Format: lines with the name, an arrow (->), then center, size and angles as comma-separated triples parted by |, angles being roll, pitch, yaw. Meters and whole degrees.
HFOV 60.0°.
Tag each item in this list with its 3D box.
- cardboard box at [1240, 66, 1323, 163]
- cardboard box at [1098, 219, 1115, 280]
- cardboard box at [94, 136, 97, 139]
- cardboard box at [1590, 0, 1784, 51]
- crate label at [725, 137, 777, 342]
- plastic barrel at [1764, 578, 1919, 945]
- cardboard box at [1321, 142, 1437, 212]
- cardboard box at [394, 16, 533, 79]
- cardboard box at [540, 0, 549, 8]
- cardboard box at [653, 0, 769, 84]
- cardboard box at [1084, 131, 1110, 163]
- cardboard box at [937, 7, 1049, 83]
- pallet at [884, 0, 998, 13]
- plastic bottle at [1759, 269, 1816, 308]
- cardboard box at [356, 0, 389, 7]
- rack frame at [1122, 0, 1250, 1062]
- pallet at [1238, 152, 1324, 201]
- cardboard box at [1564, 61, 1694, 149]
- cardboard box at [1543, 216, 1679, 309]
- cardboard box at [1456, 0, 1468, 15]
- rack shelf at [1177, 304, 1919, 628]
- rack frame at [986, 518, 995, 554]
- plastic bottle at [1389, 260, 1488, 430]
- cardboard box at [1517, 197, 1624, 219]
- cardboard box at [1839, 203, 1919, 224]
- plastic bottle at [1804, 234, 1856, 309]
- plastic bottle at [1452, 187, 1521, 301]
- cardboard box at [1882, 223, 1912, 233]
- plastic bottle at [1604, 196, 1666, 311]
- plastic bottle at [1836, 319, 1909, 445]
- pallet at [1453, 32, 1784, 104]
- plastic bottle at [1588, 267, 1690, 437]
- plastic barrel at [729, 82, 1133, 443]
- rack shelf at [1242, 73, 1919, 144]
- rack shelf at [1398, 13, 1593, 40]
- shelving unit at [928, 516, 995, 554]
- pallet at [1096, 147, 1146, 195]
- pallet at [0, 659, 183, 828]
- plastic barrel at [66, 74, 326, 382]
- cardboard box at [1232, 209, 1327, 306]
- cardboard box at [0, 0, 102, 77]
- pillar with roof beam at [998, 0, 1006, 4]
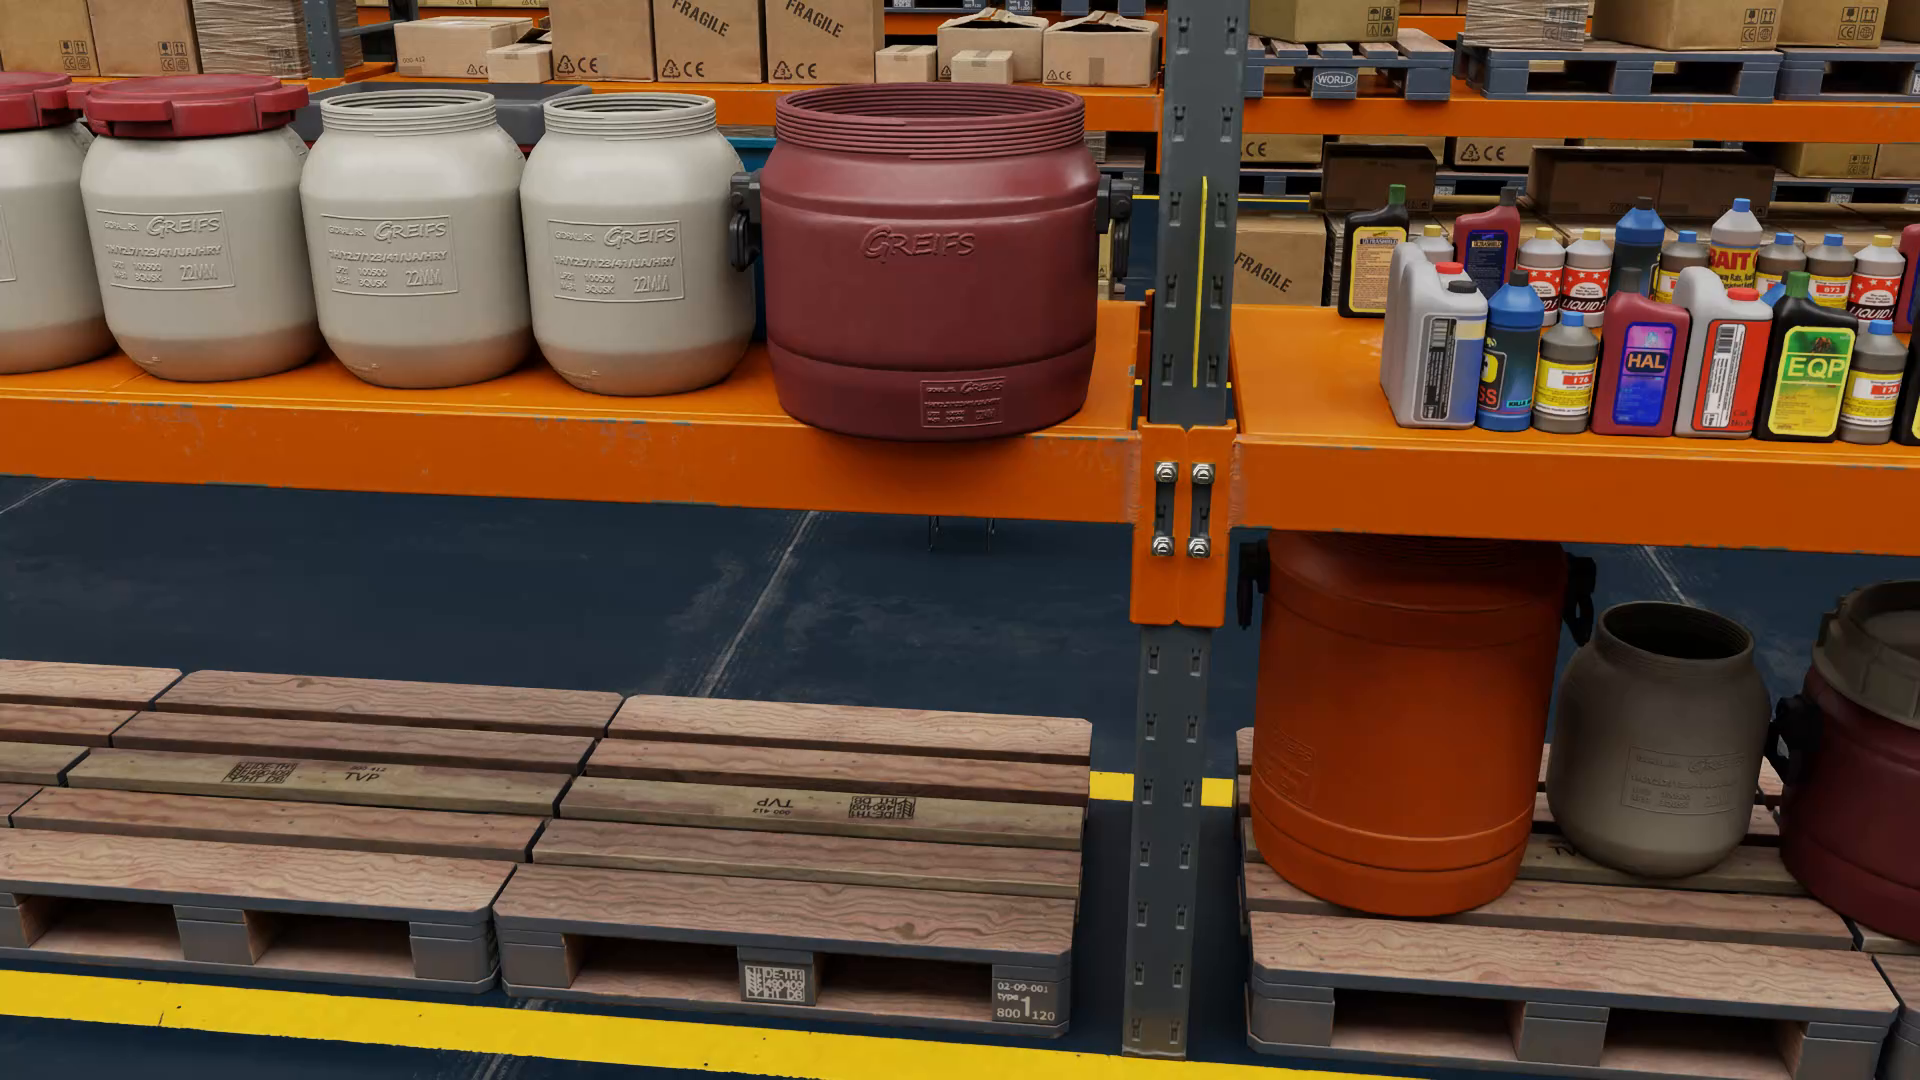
cardboard box -> 2.326, -3.274, 12.494 | 0.750, 0.750, 0.750 | 2, 22, 6
cardboard box -> 0.483, -1.459, 7.957 | 0.500, 0.311, 0.500 | 3, 22, 8
cardboard box -> -4.419, -1.774, 8.496 | 0.500, 0.500, 0.500 | 2, 22, 6
cardboard box -> 3.242, -2.472, 7.405 | 0.500, 0.500, 0.700 | -3, 22, -7
crate label -> -0.510, -0.699, 3.580 | 0.616, 0.435, 0.502 | 2, 22, 6
plastic barrel -> 2.055, 0.449, 3.433 | 0.708, 0.588, 0.600 | 2, 22, 6
cardboard box -> 2.045, -1.784, 8.155 | 0.500, 0.250, 0.500 | 3, 22, 8
cardboard box -> -2.446, -2.447, 8.254 | 0.500, 0.250, 0.500 | 4, 22, 10
cardboard box -> -2.867, -4.180, 12.611 | 0.500, 0.250, 0.500 | 3, 22, 6
cardboard box -> -1.159, -2.485, 8.010 | 0.500, 0.500, 0.500 | 3, 22, 6
cardboard box -> 0.890, -3.212, 12.787 | 0.500, 0.500, 0.700 | 3, 22, 7
cardboard box -> 0.167, -2.417, 8.095 | 0.500, 0.311, 0.500 | 2, 22, 6
pallet -> -0.359, -4.140, 12.591 | 1.213, 0.211, 1.003 | 2, 22, 6
plastic bottle -> 1.415, -0.332, 2.874 | 0.097, 0.271, 0.097 | 0, 22, 0
cardboard box -> -4.362, -4.243, 12.768 | 0.500, 0.250, 0.500 | 3, 22, 7
rack frame -> 0.445, -0.541, 3.228 | 0.127, 3.000, 1.000 | 2, 22, 6
pallet -> 2.385, -2.800, 12.734 | 1.213, 0.211, 1.003 | 2, 22, 6
cardboard box -> 4.923, -3.161, 12.209 | 0.750, 0.750, 0.750 | 3, 22, 7
cardboard box -> 2.987, -1.203, 7.703 | 0.500, 0.500, 0.500 | 2, 22, 4
cardboard box -> 3.695, -3.875, 11.977 | 0.250, 0.149, 0.380 | 3, 22, 8
rack shelf -> 2.431, -0.120, 3.142 | 4.000, 0.370, 1.077 | 2, 22, 6
rack frame -> 0.109, -0.414, 5.762 | 0.006, 0.900, 0.240 | 2, 22, 6
plastic bottle -> 0.837, -0.347, 2.905 | 0.135, 0.276, 0.152 | 2, 22, 6
cardboard box -> 3.024, -1.394, 8.187 | 0.500, 0.500, 0.500 | 2, 22, 4
cardboard box -> 4.552, -1.328, 8.021 | 0.500, 0.500, 0.500 | 2, 22, 4
plastic bottle -> 1.819, -0.540, 3.496 | 0.097, 0.201, 0.097 | 0, 22, 0
plastic bottle -> 1.126, -0.615, 3.574 | 0.133, 0.283, 0.061 | 2, 22, 6
cardboard box -> 4.480, -1.135, 7.532 | 0.500, 0.500, 0.500 | 2, 22, 6
plastic bottle -> 1.432, -0.589, 3.526 | 0.097, 0.271, 0.097 | 0, 22, 0
plastic bottle -> 1.541, -0.271, 2.816 | 0.097, 0.201, 0.097 | 0, 22, 0
pallet -> 2.964, -2.178, 7.629 | 1.213, 0.211, 1.003 | 2, 22, 6
plastic bottle -> 1.158, -0.319, 2.826 | 0.133, 0.283, 0.061 | 2, 22, 6
plastic barrel -> -0.051, -0.514, 2.974 | 0.708, 0.536, 0.600 | 2, 22, 6
rack shelf -> 3.018, -1.928, 7.716 | 4.000, 0.370, 1.077 | 2, 22, 6
rack shelf -> 3.597, -3.737, 12.291 | 4.000, 0.370, 1.077 | 2, 22, 6
shelving unit -> 0.008, -0.418, 5.773 | 0.210, 0.900, 0.258 | 2, 22, 6
pallet -> 0.835, -2.896, 12.977 | 1.213, 0.211, 1.003 | 2, 22, 6
pallet -> -2.743, 0.603, 4.129 | 1.213, 0.211, 1.003 | 2, 22, 6
plastic barrel -> -1.444, -0.605, 3.206 | 0.433, 0.535, 0.433 | 0, 22, 0
cardboard box -> 1.450, -1.267, 7.867 | 0.500, 0.500, 0.500 | 3, 22, 9
cardboard box -> -4.404, -2.629, 8.375 | 0.500, 0.500, 0.700 | 3, 22, 7
pillar with roof beam -> -0.085, -5.748, 8.240 | 0.400, 9.000, 9.100 | 2, 22, 6
